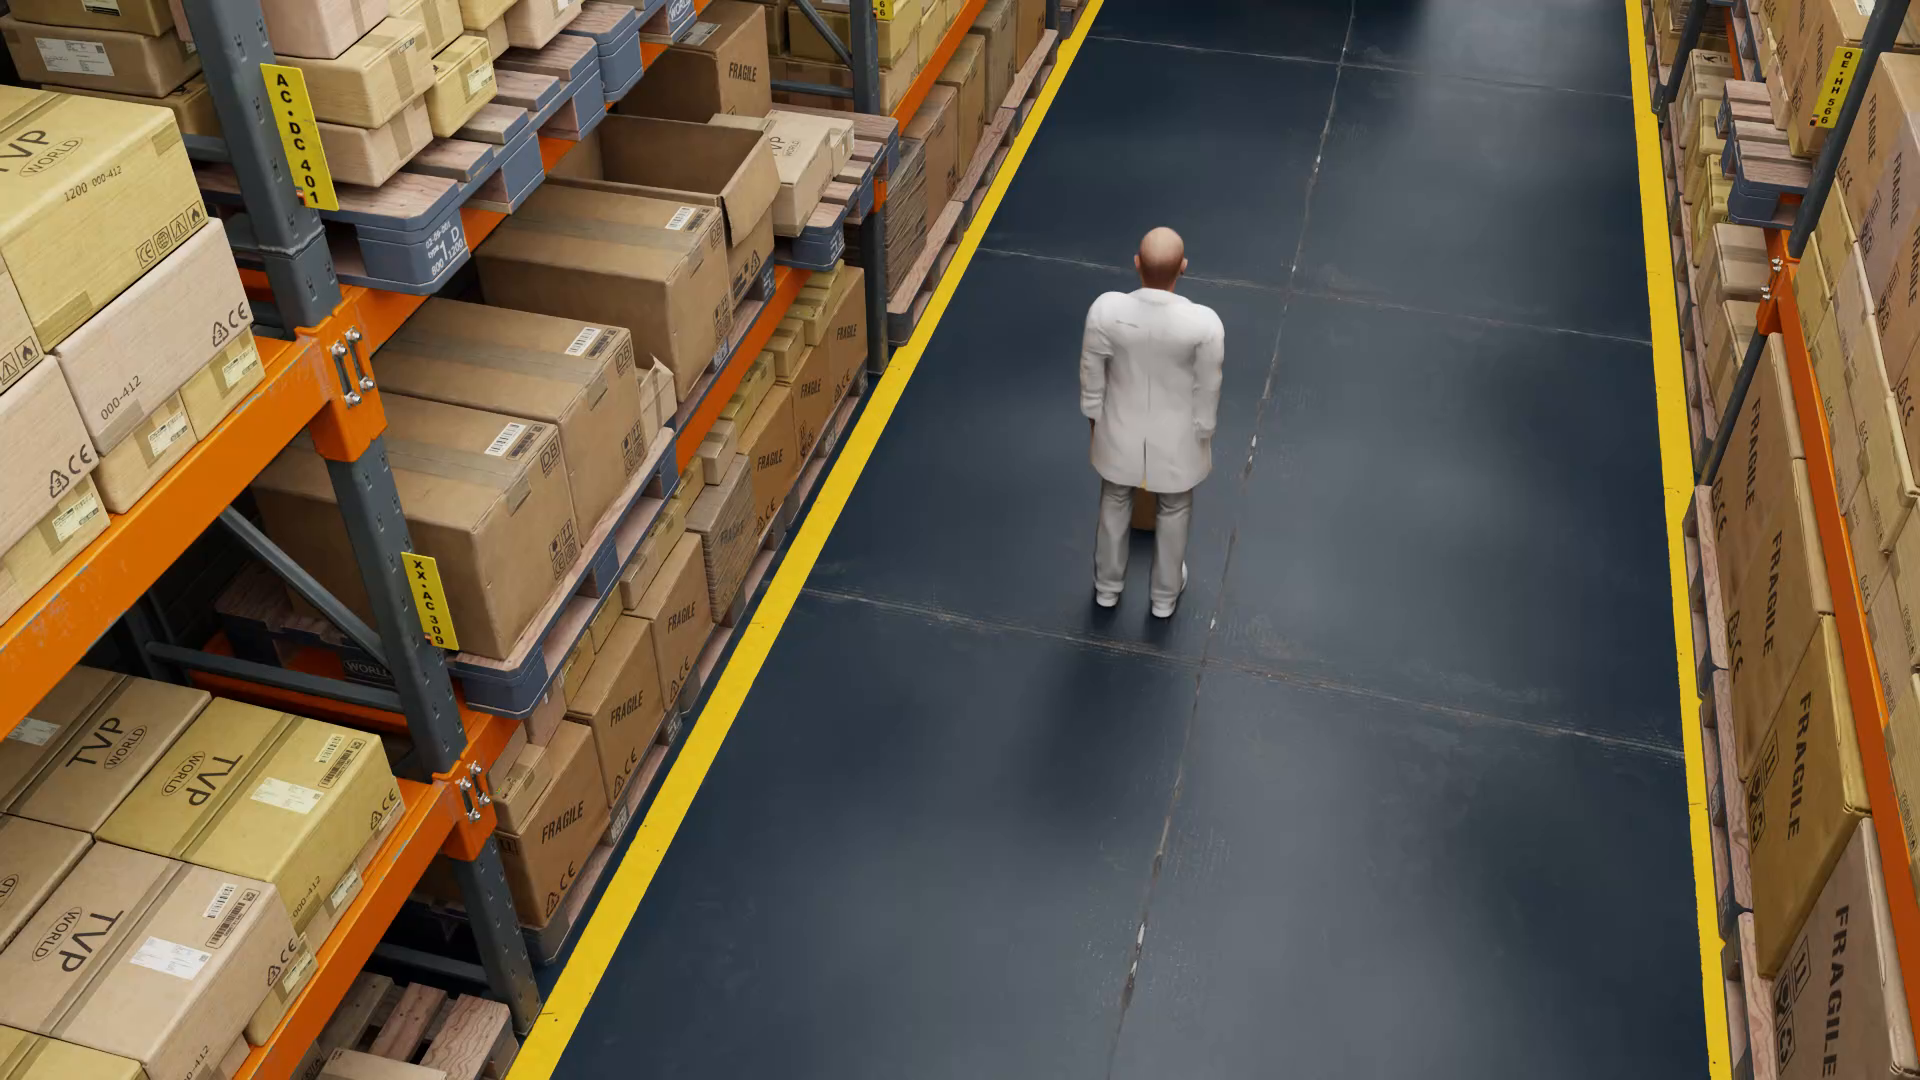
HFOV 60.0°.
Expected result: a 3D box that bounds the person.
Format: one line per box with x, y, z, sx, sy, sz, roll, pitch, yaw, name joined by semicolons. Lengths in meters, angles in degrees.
0.757;-0.471;6.732;0.564;1.770;0.377;11;42;12;person
